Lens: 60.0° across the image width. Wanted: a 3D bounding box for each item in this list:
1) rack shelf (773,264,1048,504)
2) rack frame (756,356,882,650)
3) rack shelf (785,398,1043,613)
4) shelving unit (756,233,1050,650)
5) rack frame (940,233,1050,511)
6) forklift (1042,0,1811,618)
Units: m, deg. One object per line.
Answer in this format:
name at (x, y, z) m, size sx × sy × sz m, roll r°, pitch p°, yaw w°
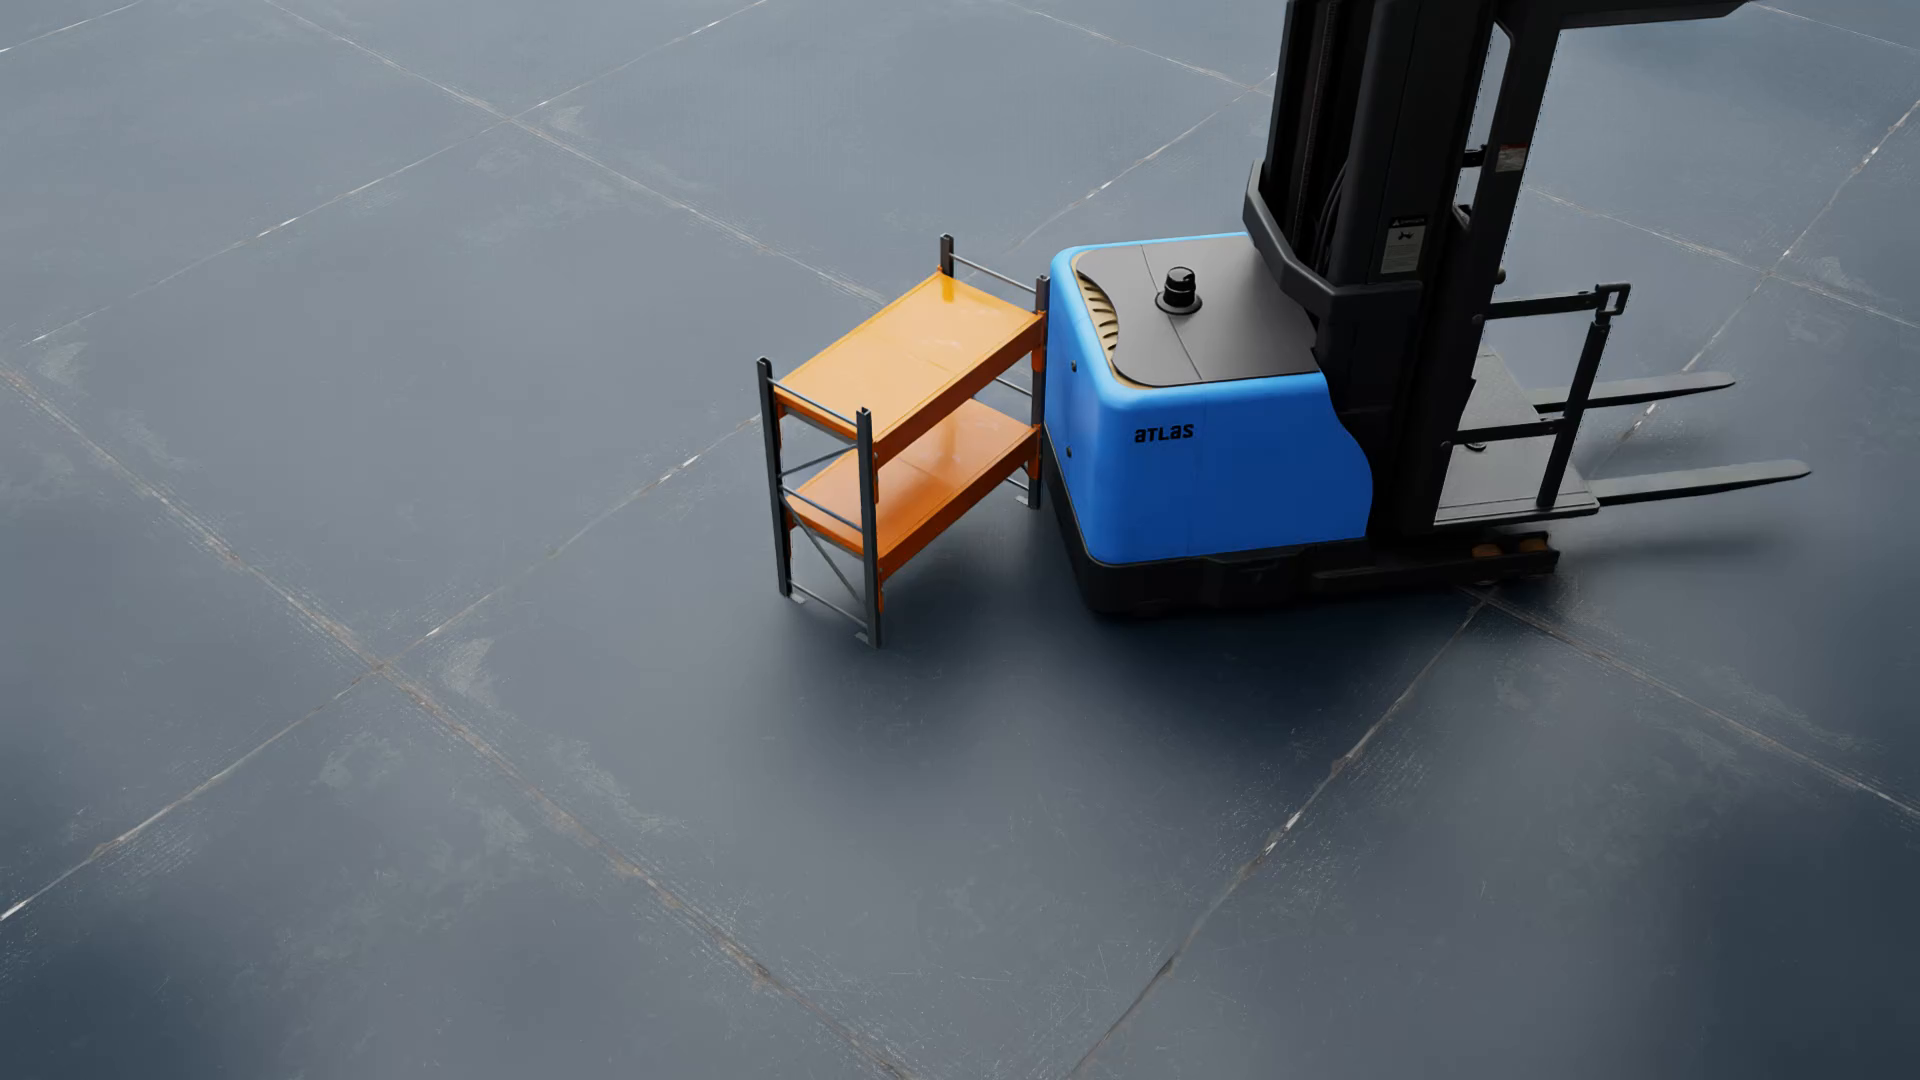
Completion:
rack shelf at (-0.187, -0.597, 6.135) m, size 0.538 × 0.278 × 1.000 m, roll 28°, pitch 49°, yaw 27°
rack frame at (-0.502, -0.112, 6.037) m, size 0.500 × 1.125 × 0.032 m, roll 28°, pitch 49°, yaw 27°
rack shelf at (-0.187, -0.199, 6.497) m, size 0.538 × 0.278 × 1.000 m, roll 28°, pitch 49°, yaw 27°
shelving unit at (-0.187, -0.380, 6.332) m, size 0.538 × 1.125 × 1.048 m, roll 28°, pitch 49°, yaw 27°
rack frame at (0.128, -0.649, 6.627) m, size 0.500 × 1.125 × 0.032 m, roll 28°, pitch 49°, yaw 27°
forklift at (1.898, -1.254, 5.950) m, size 3.031 × 2.935 × 1.130 m, roll -6°, pitch 43°, yaw -7°
